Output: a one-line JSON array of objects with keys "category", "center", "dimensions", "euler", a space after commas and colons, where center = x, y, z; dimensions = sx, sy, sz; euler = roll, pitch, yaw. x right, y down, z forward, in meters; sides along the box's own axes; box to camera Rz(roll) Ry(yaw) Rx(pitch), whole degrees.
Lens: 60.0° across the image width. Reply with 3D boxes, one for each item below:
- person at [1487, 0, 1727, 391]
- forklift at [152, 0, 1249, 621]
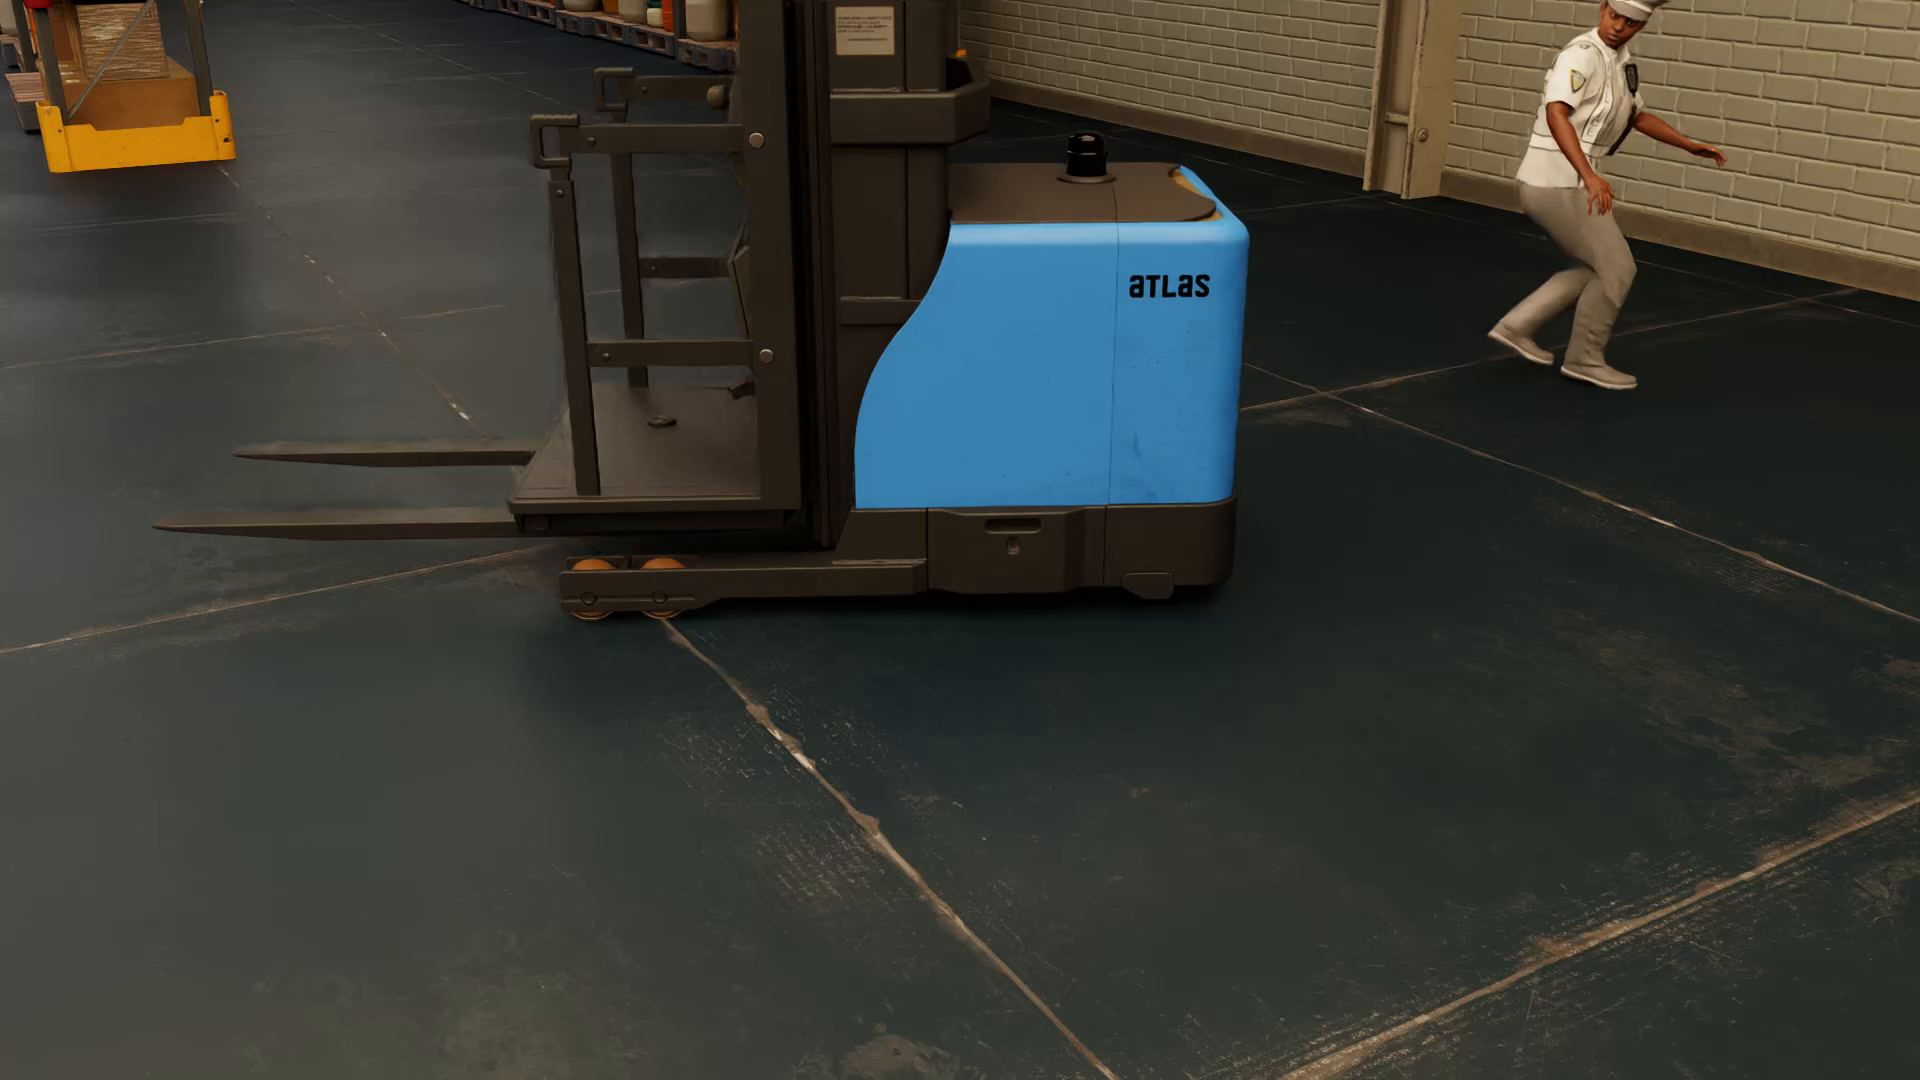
[{"category": "person", "center": [2.482, -1.336, 6.345], "dimensions": [0.770, 1.558, 0.777], "euler": [10, 24, 24]}, {"category": "forklift", "center": [-0.758, -1.339, 4.537], "dimensions": [3.031, 2.935, 1.130], "euler": [-1, 22, -2]}]
